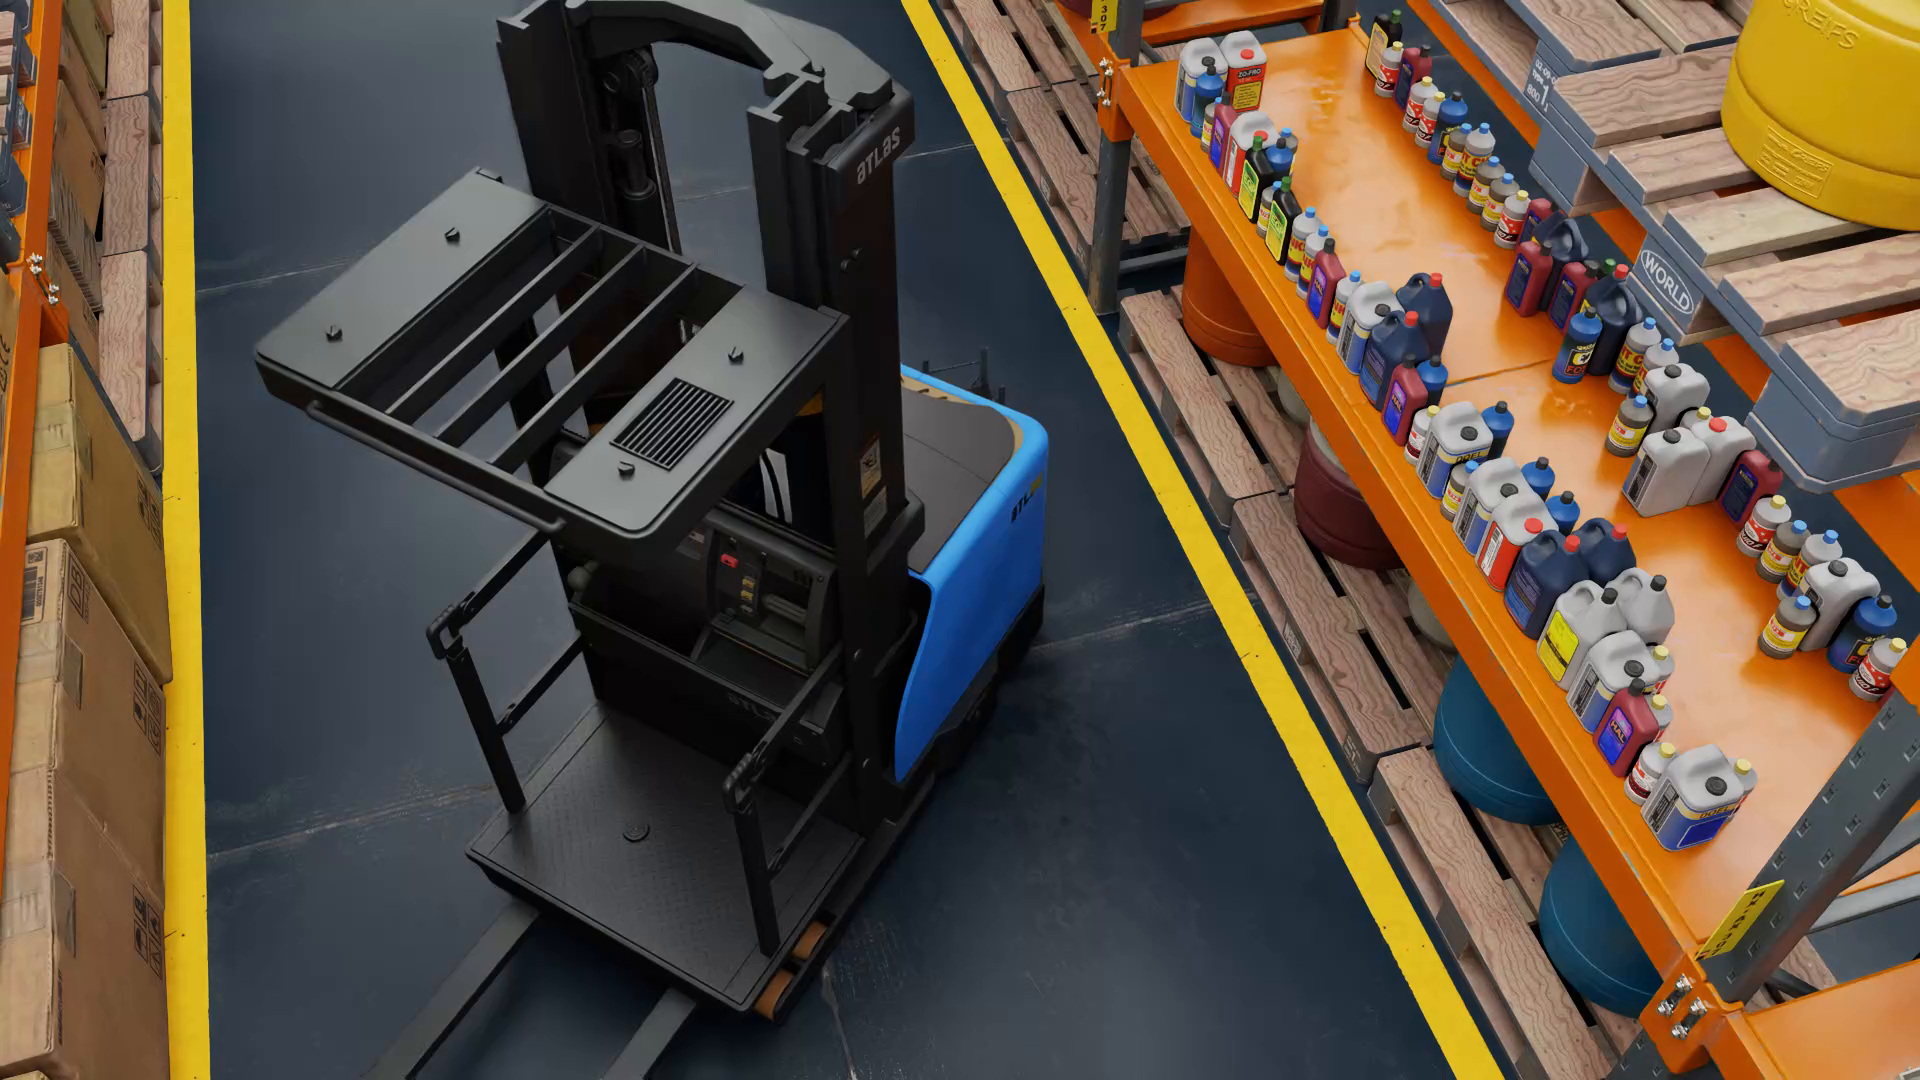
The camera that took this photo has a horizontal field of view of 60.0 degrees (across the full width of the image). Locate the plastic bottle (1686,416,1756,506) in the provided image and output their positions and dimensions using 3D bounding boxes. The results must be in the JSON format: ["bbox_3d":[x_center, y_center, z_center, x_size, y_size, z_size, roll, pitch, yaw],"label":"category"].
[{"bbox_3d":[2.202,-0.248,4.868,0.152,0.276,0.135,-13,51,-11],"label":"plastic bottle"}]

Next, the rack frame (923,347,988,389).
[{"bbox_3d":[-0.017,-0.371,6.263,0.240,0.900,0.006,-13,51,-11],"label":"rack frame"}]

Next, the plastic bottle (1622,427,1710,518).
[{"bbox_3d":[2.056,-0.214,4.839,0.152,0.276,0.135,-13,51,-11],"label":"plastic bottle"}]

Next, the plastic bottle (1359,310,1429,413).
[{"bbox_3d":[1.338,-0.574,5.094,0.144,0.351,0.185,-13,51,-11],"label":"plastic bottle"}]

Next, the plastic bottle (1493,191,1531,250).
[{"bbox_3d":[1.879,-1.091,5.628,0.097,0.201,0.097,0,50,0],"label":"plastic bottle"}]

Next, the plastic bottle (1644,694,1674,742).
[{"bbox_3d":[1.781,0.472,4.310,0.097,0.201,0.097,0,50,0],"label":"plastic bottle"}]

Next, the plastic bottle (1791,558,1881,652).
[{"bbox_3d":[2.367,0.161,4.523,0.152,0.276,0.135,-13,51,-11],"label":"plastic bottle"}]

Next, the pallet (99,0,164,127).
[{"bbox_3d":[-4.617,-2.444,8.462,1.003,0.211,1.213,-13,51,-11],"label":"pallet"}]

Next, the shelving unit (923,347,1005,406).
[{"bbox_3d":[0.013,-0.296,6.201,0.258,0.900,0.210,-13,51,-11],"label":"shelving unit"}]

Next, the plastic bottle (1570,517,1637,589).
[{"bbox_3d":[1.747,0.063,4.557,0.144,0.351,0.185,-13,51,-11],"label":"plastic bottle"}]

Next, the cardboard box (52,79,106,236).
[{"bbox_3d":[-4.234,-1.625,7.295,0.700,0.500,0.500,-9,51,-8],"label":"cardboard box"}]

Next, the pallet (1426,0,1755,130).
[{"bbox_3d":[1.585,-1.472,3.980,1.003,0.211,1.213,-13,51,-11],"label":"pallet"}]

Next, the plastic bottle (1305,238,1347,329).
[{"bbox_3d":[1.183,-0.828,5.352,0.061,0.283,0.133,-13,51,-11],"label":"plastic bottle"}]

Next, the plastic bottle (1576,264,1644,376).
[{"bbox_3d":[2.032,-0.701,5.201,0.144,0.351,0.185,-13,51,-11],"label":"plastic bottle"}]

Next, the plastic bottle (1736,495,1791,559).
[{"bbox_3d":[2.302,-0.048,4.748,0.097,0.201,0.097,0,50,0],"label":"plastic bottle"}]

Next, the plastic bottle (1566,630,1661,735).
[{"bbox_3d":[1.715,0.371,4.346,0.152,0.276,0.135,-13,51,-11],"label":"plastic bottle"}]

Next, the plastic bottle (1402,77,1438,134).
[{"bbox_3d":[1.678,-1.589,6.047,0.097,0.201,0.097,0,50,0],"label":"plastic bottle"}]

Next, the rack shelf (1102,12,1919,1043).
[{"bbox_3d":[1.657,-0.416,5.399,1.077,0.370,4.000,-13,51,-11],"label":"rack shelf"}]

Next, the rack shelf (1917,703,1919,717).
[{"bbox_3d":[2.840,1.538,1.790,1.077,0.370,4.000,-13,51,-11],"label":"rack shelf"}]

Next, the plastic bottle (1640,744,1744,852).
[{"bbox_3d":[1.823,0.638,4.121,0.152,0.276,0.135,-13,51,-11],"label":"plastic bottle"}]

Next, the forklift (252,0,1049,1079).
[{"bbox_3d":[-0.867,0.158,4.489,1.130,2.935,3.031,24,54,19],"label":"forklift"}]

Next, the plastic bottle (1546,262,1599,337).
[{"bbox_3d":[1.967,-0.791,5.321,0.061,0.283,0.133,-13,51,-11],"label":"plastic bottle"}]

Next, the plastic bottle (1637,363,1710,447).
[{"bbox_3d":[2.133,-0.417,5.011,0.152,0.276,0.135,-13,51,-11],"label":"plastic bottle"}]

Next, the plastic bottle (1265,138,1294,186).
[{"bbox_3d":[1.088,-1.263,5.727,0.097,0.271,0.097,0,50,0],"label":"plastic bottle"}]

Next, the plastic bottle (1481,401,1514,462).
[{"bbox_3d":[1.571,-0.305,4.919,0.097,0.271,0.097,0,50,0],"label":"plastic bottle"}]

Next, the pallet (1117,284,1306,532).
[{"bbox_3d":[1.339,-0.644,6.944,1.003,0.211,1.213,-13,51,-11],"label":"pallet"}]

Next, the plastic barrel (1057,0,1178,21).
[{"bbox_3d":[0.639,-2.423,6.532,0.600,0.536,0.708,-13,51,-11],"label":"plastic barrel"}]

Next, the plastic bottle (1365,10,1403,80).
[{"bbox_3d":[1.593,-1.872,6.233,0.061,0.283,0.133,-13,51,-11],"label":"plastic bottle"}]

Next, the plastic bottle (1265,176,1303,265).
[{"bbox_3d":[1.086,-1.068,5.554,0.061,0.283,0.133,-13,51,-11],"label":"plastic bottle"}]

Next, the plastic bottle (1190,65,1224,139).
[{"bbox_3d":[0.893,-1.588,6.000,0.097,0.271,0.097,0,50,0],"label":"plastic bottle"}]

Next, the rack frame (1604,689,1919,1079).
[{"bbox_3d":[2.249,0.812,3.893,1.000,3.000,0.127,-13,51,-11],"label":"rack frame"}]

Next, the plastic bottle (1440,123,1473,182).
[{"bbox_3d":[1.764,-1.376,5.868,0.097,0.201,0.097,0,50,0],"label":"plastic bottle"}]

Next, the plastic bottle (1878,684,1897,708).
[{"bbox_3d":[2.508,0.388,4.327,0.061,0.283,0.133,-13,51,-11],"label":"plastic bottle"}]

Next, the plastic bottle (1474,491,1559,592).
[{"bbox_3d":[1.566,0.002,4.657,0.152,0.276,0.135,-13,51,-11],"label":"plastic bottle"}]

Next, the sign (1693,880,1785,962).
[{"bbox_3d":[1.722,0.846,3.683,0.100,0.325,0.005,-13,51,-11],"label":"sign"}]

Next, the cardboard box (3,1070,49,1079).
[{"bbox_3d":[-2.691,2.019,3.991,1.225,0.875,0.875,-13,51,-11],"label":"cardboard box"}]

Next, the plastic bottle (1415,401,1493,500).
[{"bbox_3d":[1.458,-0.265,4.882,0.152,0.276,0.135,-13,51,-11],"label":"plastic bottle"}]

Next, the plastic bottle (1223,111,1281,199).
[{"bbox_3d":[1.022,-1.342,5.790,0.152,0.276,0.135,-13,51,-11],"label":"plastic bottle"}]

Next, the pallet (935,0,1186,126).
[{"bbox_3d":[0.516,-2.674,8.656,1.003,0.211,1.213,-13,51,-11],"label":"pallet"}]

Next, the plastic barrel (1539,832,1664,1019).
[{"bbox_3d":[2.104,0.952,4.873,0.600,0.901,0.708,-13,51,-11],"label":"plastic barrel"}]

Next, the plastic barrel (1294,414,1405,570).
[{"bbox_3d":[1.561,-0.289,6.124,0.600,0.588,0.708,-13,51,-11],"label":"plastic barrel"}]

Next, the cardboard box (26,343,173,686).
[{"bbox_3d":[-3.482,0.069,5.635,1.225,0.875,0.875,-15,52,-13],"label":"cardboard box"}]

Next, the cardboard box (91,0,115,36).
[{"bbox_3d":[-4.688,-2.793,8.280,0.700,0.500,0.500,-17,52,-14],"label":"cardboard box"}]
